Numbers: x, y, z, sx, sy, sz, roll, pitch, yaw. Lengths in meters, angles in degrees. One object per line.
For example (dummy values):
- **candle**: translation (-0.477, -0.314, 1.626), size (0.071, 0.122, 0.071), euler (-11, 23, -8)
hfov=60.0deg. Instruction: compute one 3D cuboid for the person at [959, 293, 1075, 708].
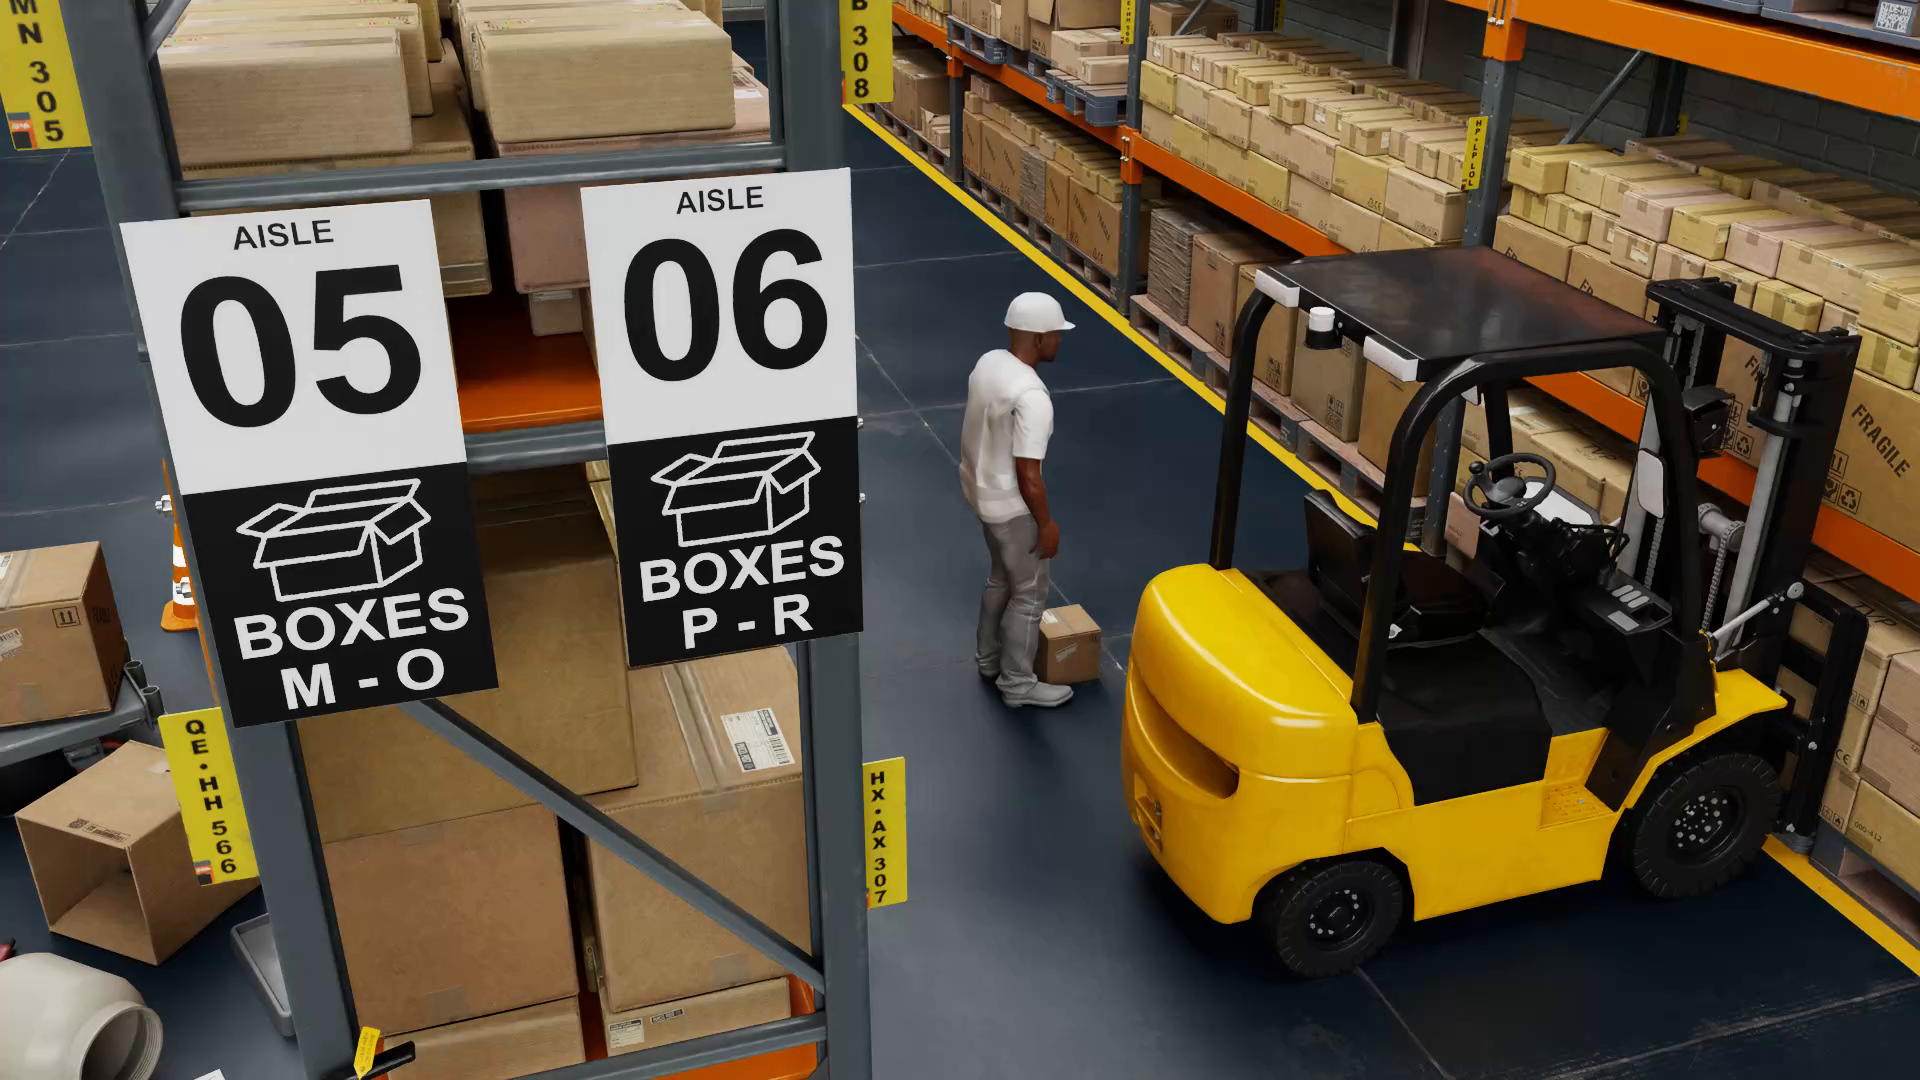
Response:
- **person**: translation (0.245, -0.172, 6.943), size (0.456, 1.761, 0.627), euler (-8, 27, -16)
